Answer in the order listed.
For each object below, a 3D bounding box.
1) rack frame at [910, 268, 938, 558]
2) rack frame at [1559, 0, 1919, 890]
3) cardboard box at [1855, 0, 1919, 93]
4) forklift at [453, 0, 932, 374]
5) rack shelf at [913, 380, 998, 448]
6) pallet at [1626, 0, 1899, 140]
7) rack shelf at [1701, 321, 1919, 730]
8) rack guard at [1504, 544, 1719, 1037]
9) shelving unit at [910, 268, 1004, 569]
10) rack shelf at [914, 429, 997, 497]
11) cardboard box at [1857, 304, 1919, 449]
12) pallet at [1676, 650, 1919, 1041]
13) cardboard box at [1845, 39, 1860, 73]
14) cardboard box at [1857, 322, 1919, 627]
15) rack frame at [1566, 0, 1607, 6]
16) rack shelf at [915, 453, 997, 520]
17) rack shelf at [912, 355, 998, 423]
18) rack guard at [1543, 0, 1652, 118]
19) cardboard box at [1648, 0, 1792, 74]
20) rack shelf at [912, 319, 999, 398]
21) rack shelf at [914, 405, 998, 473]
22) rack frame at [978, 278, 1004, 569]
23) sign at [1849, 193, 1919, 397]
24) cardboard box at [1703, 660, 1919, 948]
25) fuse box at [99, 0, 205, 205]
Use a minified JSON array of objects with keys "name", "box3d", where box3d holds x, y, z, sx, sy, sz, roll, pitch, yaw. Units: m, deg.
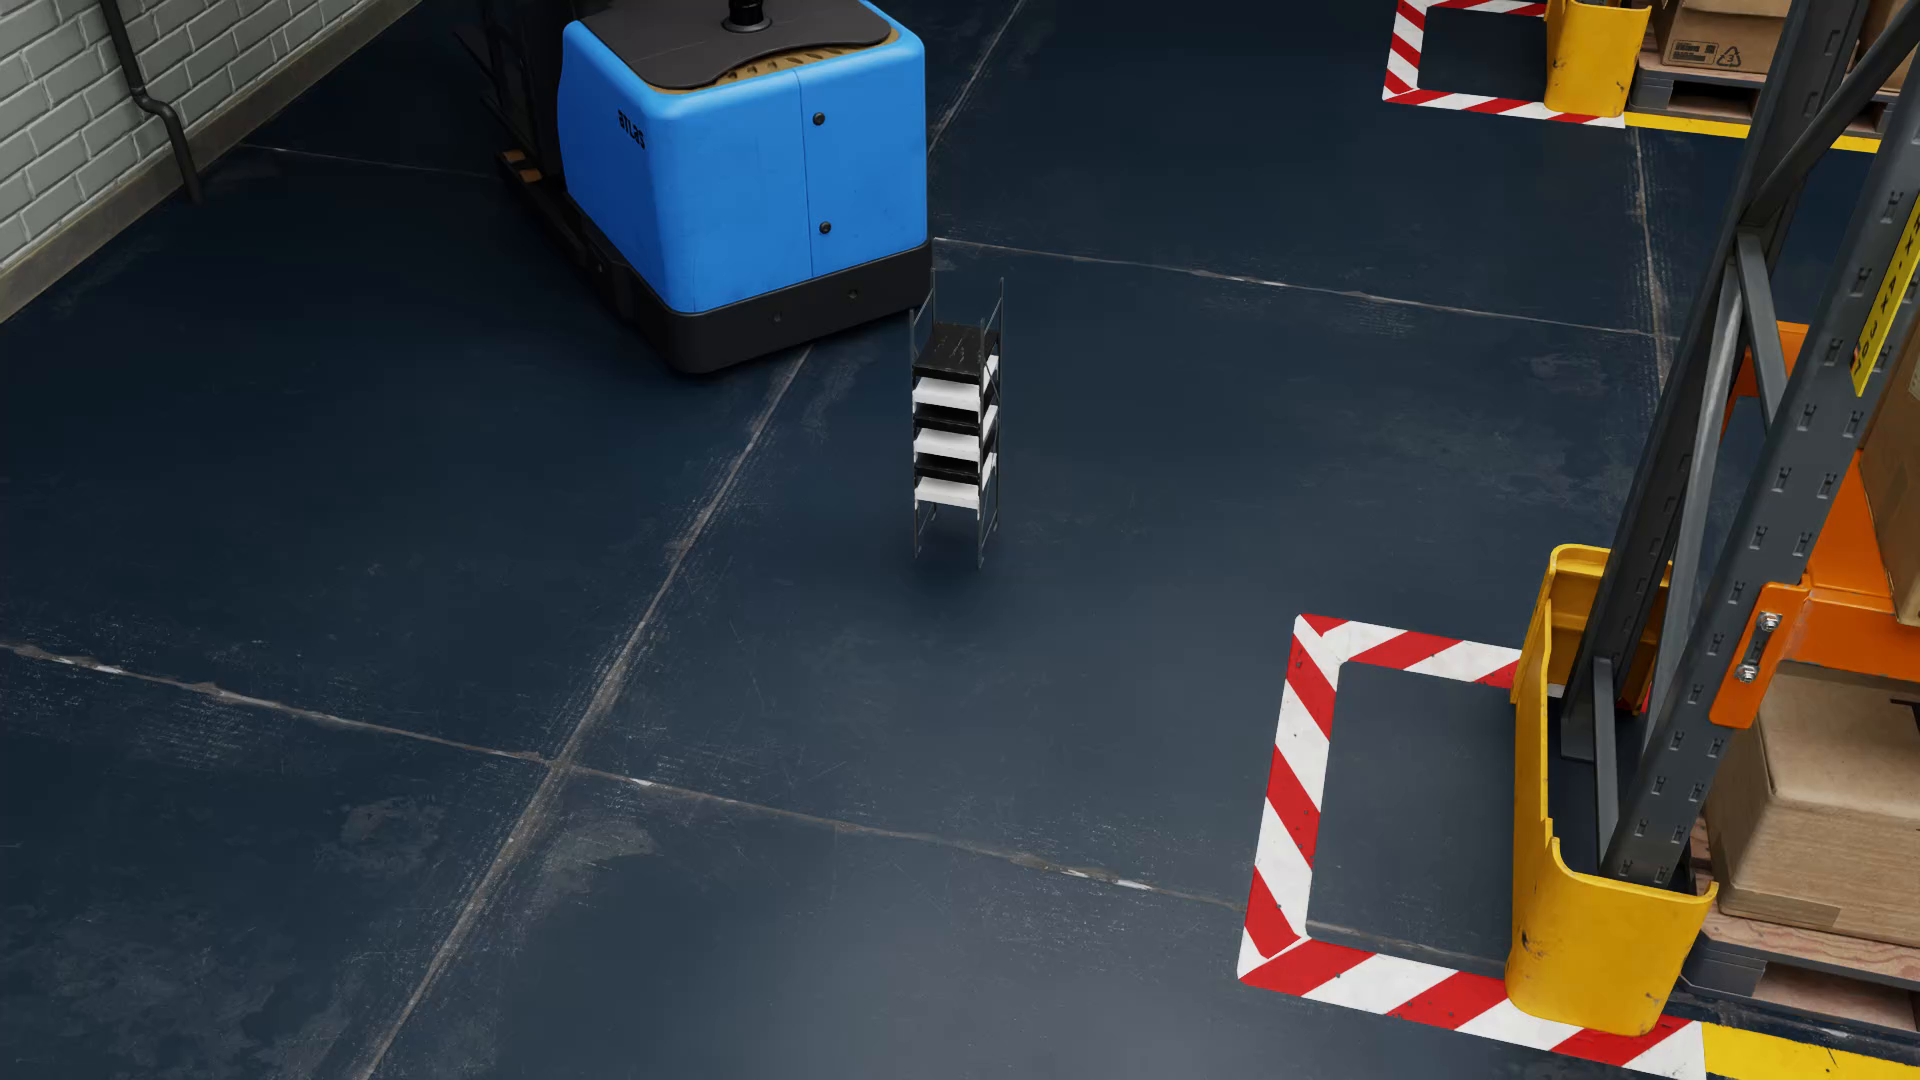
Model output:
[{"name":"rack frame","box3d":[-0.106,-0.363,4.982,0.006,0.900,0.240,10,41,11]},{"name":"rack frame","box3d":[1.628,-0.369,3.357,0.127,3.000,1.000,10,41,11]},{"name":"cardboard box","box3d":[4.289,-2.330,7.309,0.500,0.500,0.700,11,41,13]},{"name":"forklift","box3d":[-1.296,-2.632,6.104,1.130,2.935,3.031,-21,44,-23]},{"name":"rack shelf","box3d":[-0.008,-0.389,4.926,0.200,0.077,0.258,10,41,11]},{"name":"pallet","box3d":[3.751,-2.241,7.754,1.213,0.211,1.003,10,41,11]},{"name":"rack shelf","box3d":[3.560,0.239,3.193,4.000,0.370,1.077,10,41,11]},{"name":"rack guard","box3d":[1.604,0.584,4.166,0.348,0.500,1.175,10,41,11]},{"name":"shelving unit","box3d":[-0.008,-0.346,4.962,0.210,0.900,0.258,10,41,11]},{"name":"rack shelf","box3d":[-0.008,-0.252,5.042,0.200,0.077,0.258,10,41,11]},{"name":"cardboard box","box3d":[2.162,-0.492,3.425,0.500,0.500,0.500,10,41,12]},{"name":"pallet","box3d":[2.420,0.783,4.154,1.213,0.211,1.003,10,41,11]},{"name":"cardboard box","box3d":[3.874,-2.267,7.507,0.250,0.149,0.380,8,41,10]},{"name":"cardboard box","box3d":[2.017,-0.149,3.018,0.500,0.500,0.500,9,41,11]},{"name":"rack frame","box3d":[2.907,-3.453,7.030,0.127,3.000,1.000,10,41,11]},{"name":"rack shelf","box3d":[-0.008,-0.183,5.099,0.200,0.077,0.258,10,41,11]},{"name":"rack shelf","box3d":[-0.008,-0.458,4.868,0.200,0.077,0.258,10,41,11]},{"name":"rack guard","box3d":[2.980,-2.484,7.819,0.348,0.500,1.175,10,41,11]},{"name":"cardboard box","box3d":[3.473,-2.498,7.506,0.637,0.503,0.797,8,41,10]},{"name":"rack shelf","box3d":[-0.008,-0.527,4.810,0.200,0.077,0.258,10,41,11]},{"name":"rack shelf","box3d":[-0.008,-0.320,4.984,0.200,0.077,0.258,10,41,11]},{"name":"rack frame","box3d":[0.090,-0.329,4.942,0.006,0.900,0.240,10,41,11]},{"name":"sign","box3d":[1.478,-0.387,2.644,0.005,0.325,0.100,10,41,11]},{"name":"cardboard box","box3d":[2.291,0.499,3.989,0.875,0.438,0.875,8,41,10]},{"name":"fuse box","box3d":[-3.142,-2.079,6.395,0.414,1.711,0.539,10,41,11]}]
